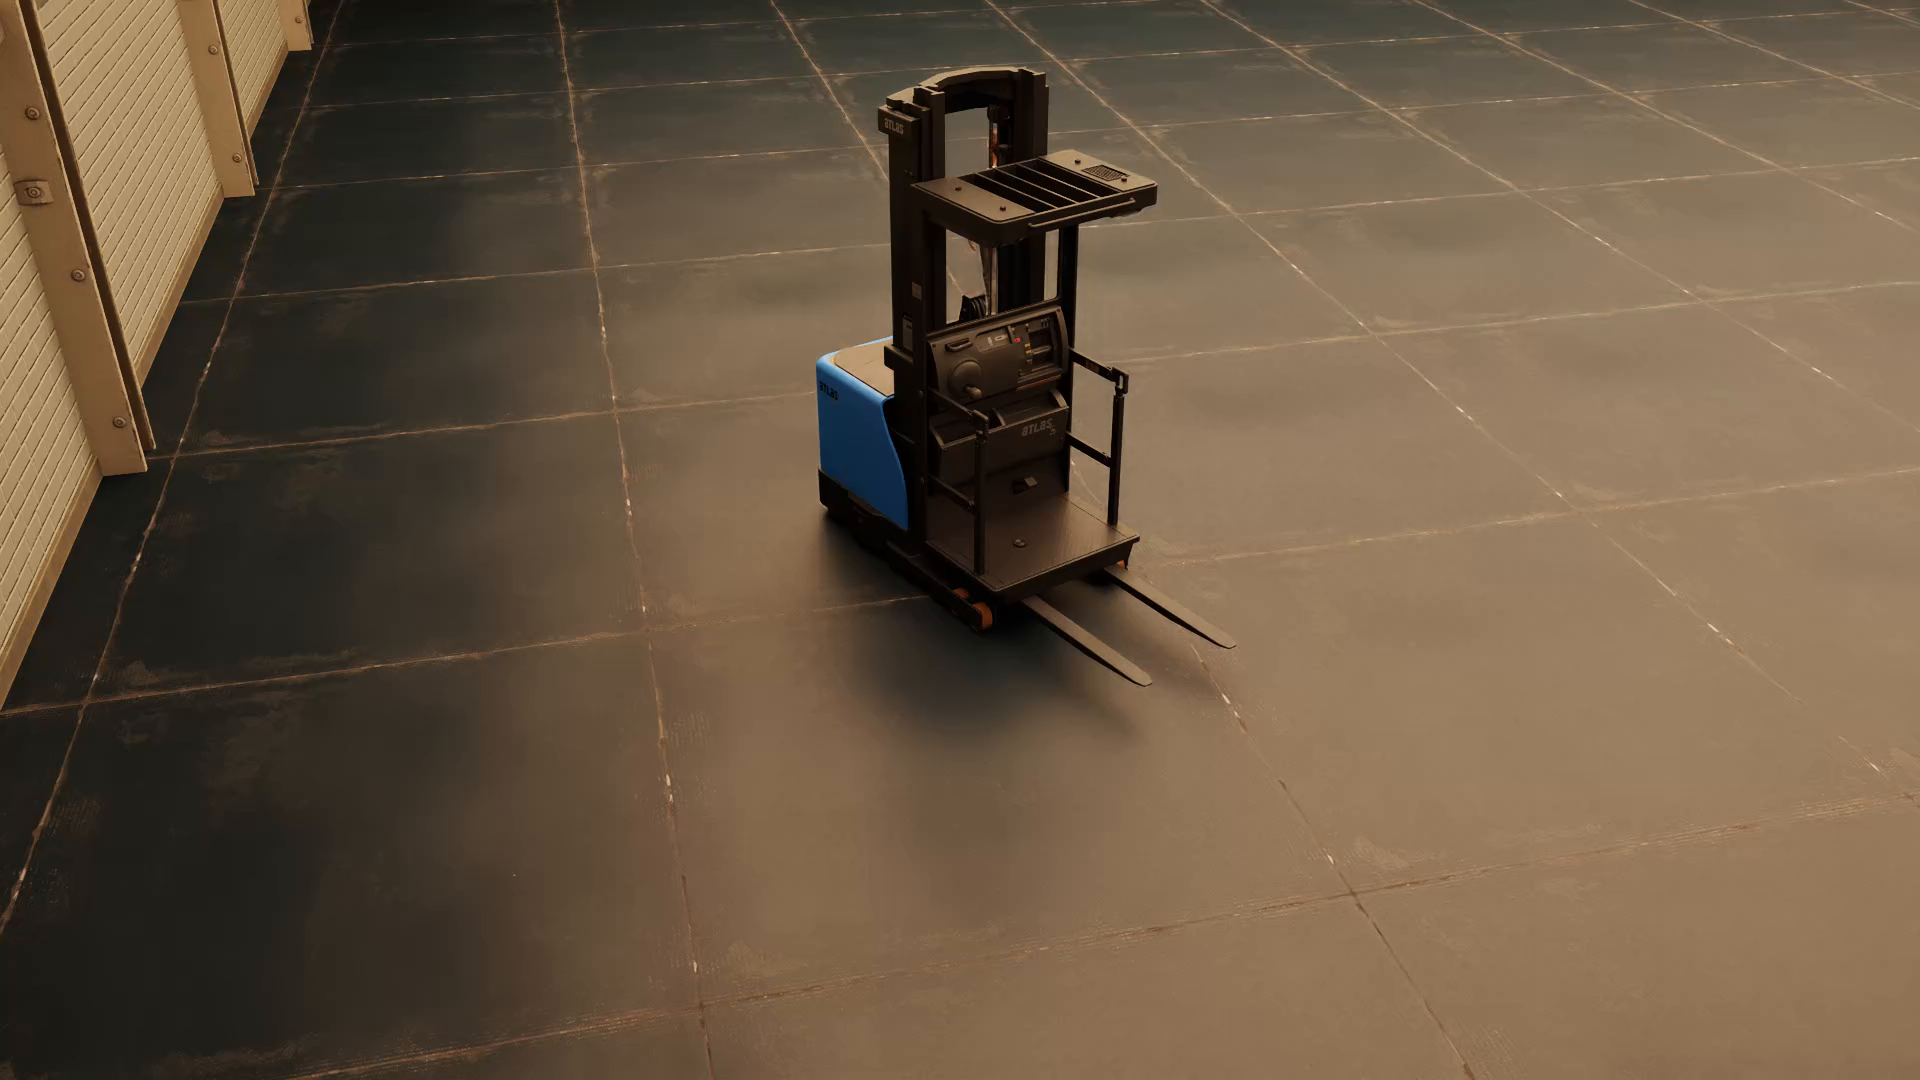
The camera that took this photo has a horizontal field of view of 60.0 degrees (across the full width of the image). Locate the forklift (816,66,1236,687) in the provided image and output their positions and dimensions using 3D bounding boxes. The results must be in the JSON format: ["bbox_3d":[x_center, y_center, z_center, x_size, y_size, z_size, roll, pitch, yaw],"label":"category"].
[{"bbox_3d":[0.355,-1.021,9.338,1.130,2.935,3.031,-20,35,-30],"label":"forklift"}]

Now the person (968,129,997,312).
[{"bbox_3d":[0.300,-2.412,12.990,0.550,1.665,0.550,-10,32,-17],"label":"person"}]
